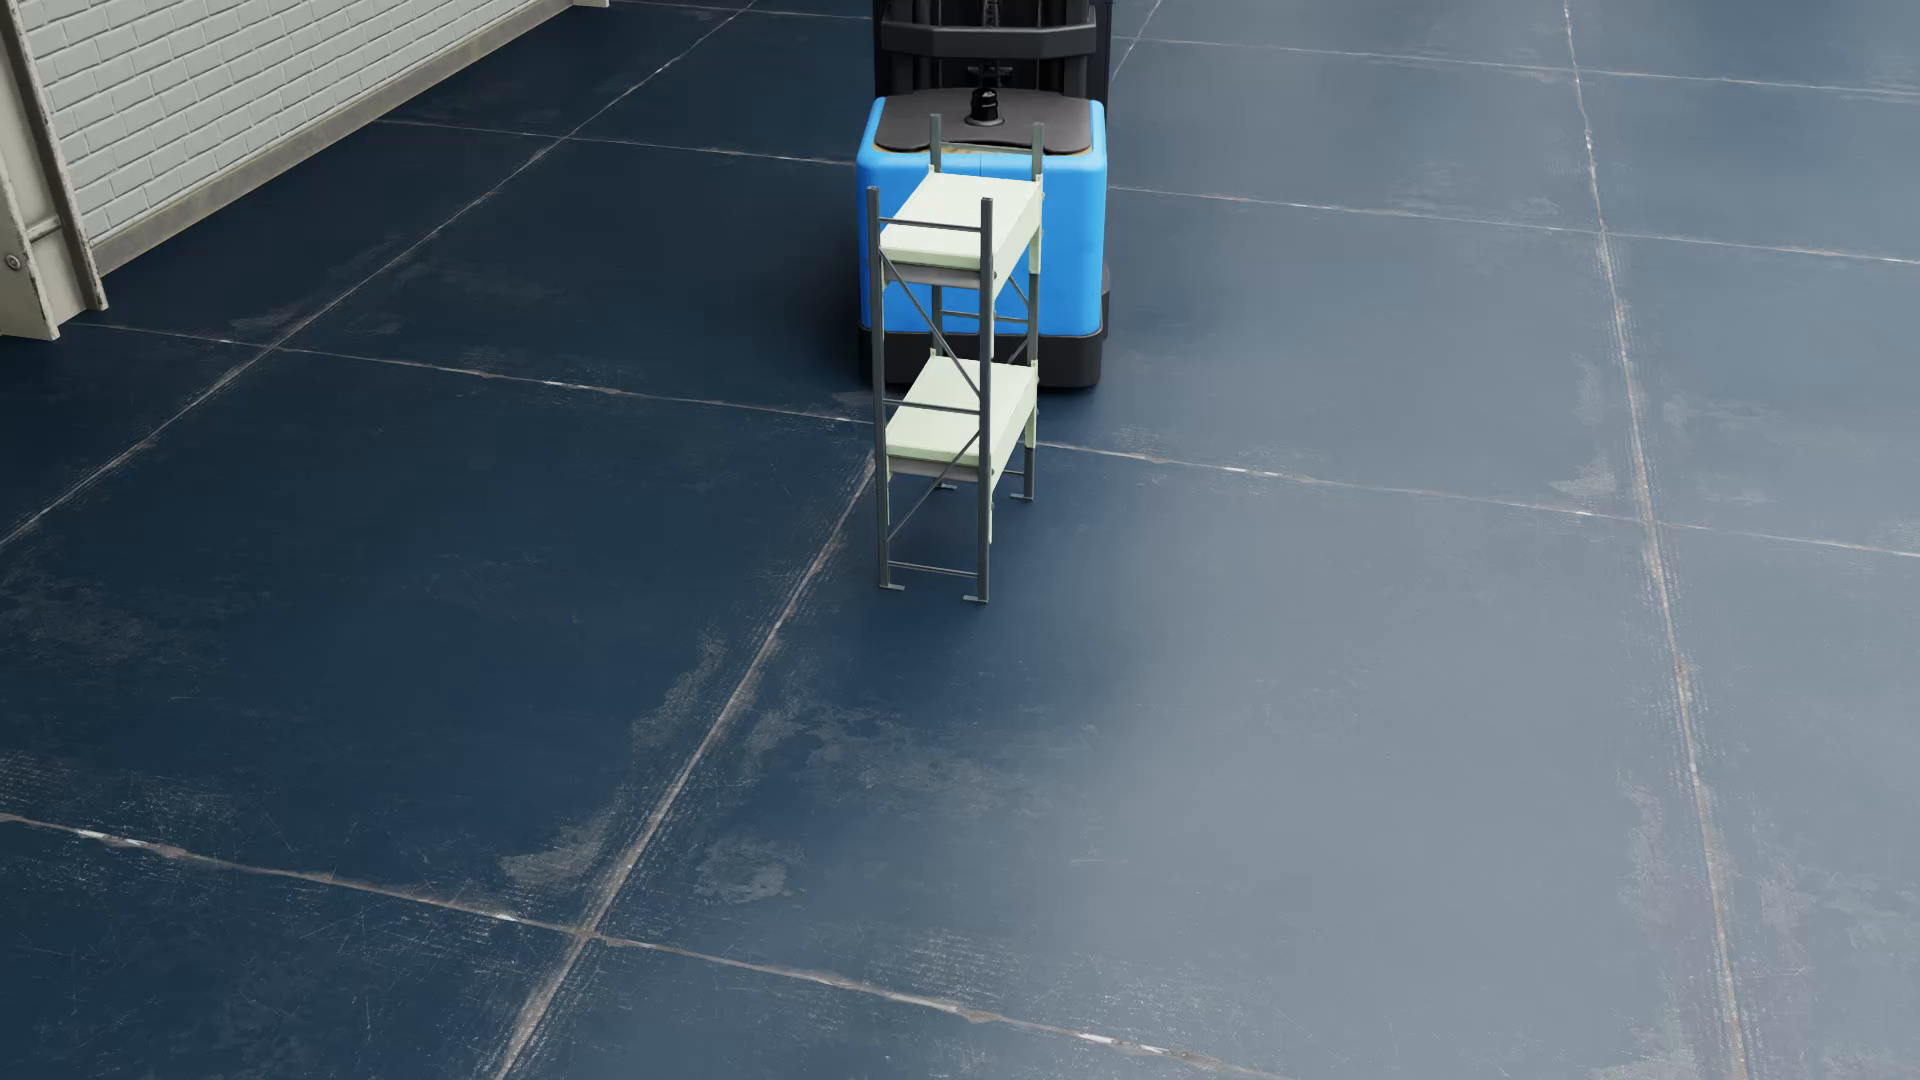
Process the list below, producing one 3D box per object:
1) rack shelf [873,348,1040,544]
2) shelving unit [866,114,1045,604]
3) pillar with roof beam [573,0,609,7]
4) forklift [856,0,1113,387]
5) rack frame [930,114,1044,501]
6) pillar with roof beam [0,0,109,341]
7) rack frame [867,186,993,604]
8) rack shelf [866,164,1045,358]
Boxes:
[{"bbox_3d":[-0.002,-0.354,6.017,0.431,0.370,0.720,8,33,12],"label":"rack shelf"},{"bbox_3d":[-0.002,-0.629,5.842,0.431,1.500,0.755,8,33,12],"label":"shelving unit"},{"bbox_3d":[1.384,-7.372,9.459,9.100,9.000,0.400,8,33,12],"label":"pillar with roof beam"},{"bbox_3d":[0.160,-2.654,7.694,1.130,2.935,3.031,2,32,3],"label":"forklift"},{"bbox_3d":[0.091,-0.819,6.141,0.400,1.500,0.023,8,33,12],"label":"rack frame"},{"bbox_3d":[-0.138,-4.259,4.561,9.100,9.000,0.400,8,33,12],"label":"pillar with roof beam"},{"bbox_3d":[-0.095,-0.440,5.543,0.400,1.500,0.023,8,33,12],"label":"rack frame"},{"bbox_3d":[-0.002,-0.959,5.633,0.431,0.370,0.720,8,33,12],"label":"rack shelf"}]
